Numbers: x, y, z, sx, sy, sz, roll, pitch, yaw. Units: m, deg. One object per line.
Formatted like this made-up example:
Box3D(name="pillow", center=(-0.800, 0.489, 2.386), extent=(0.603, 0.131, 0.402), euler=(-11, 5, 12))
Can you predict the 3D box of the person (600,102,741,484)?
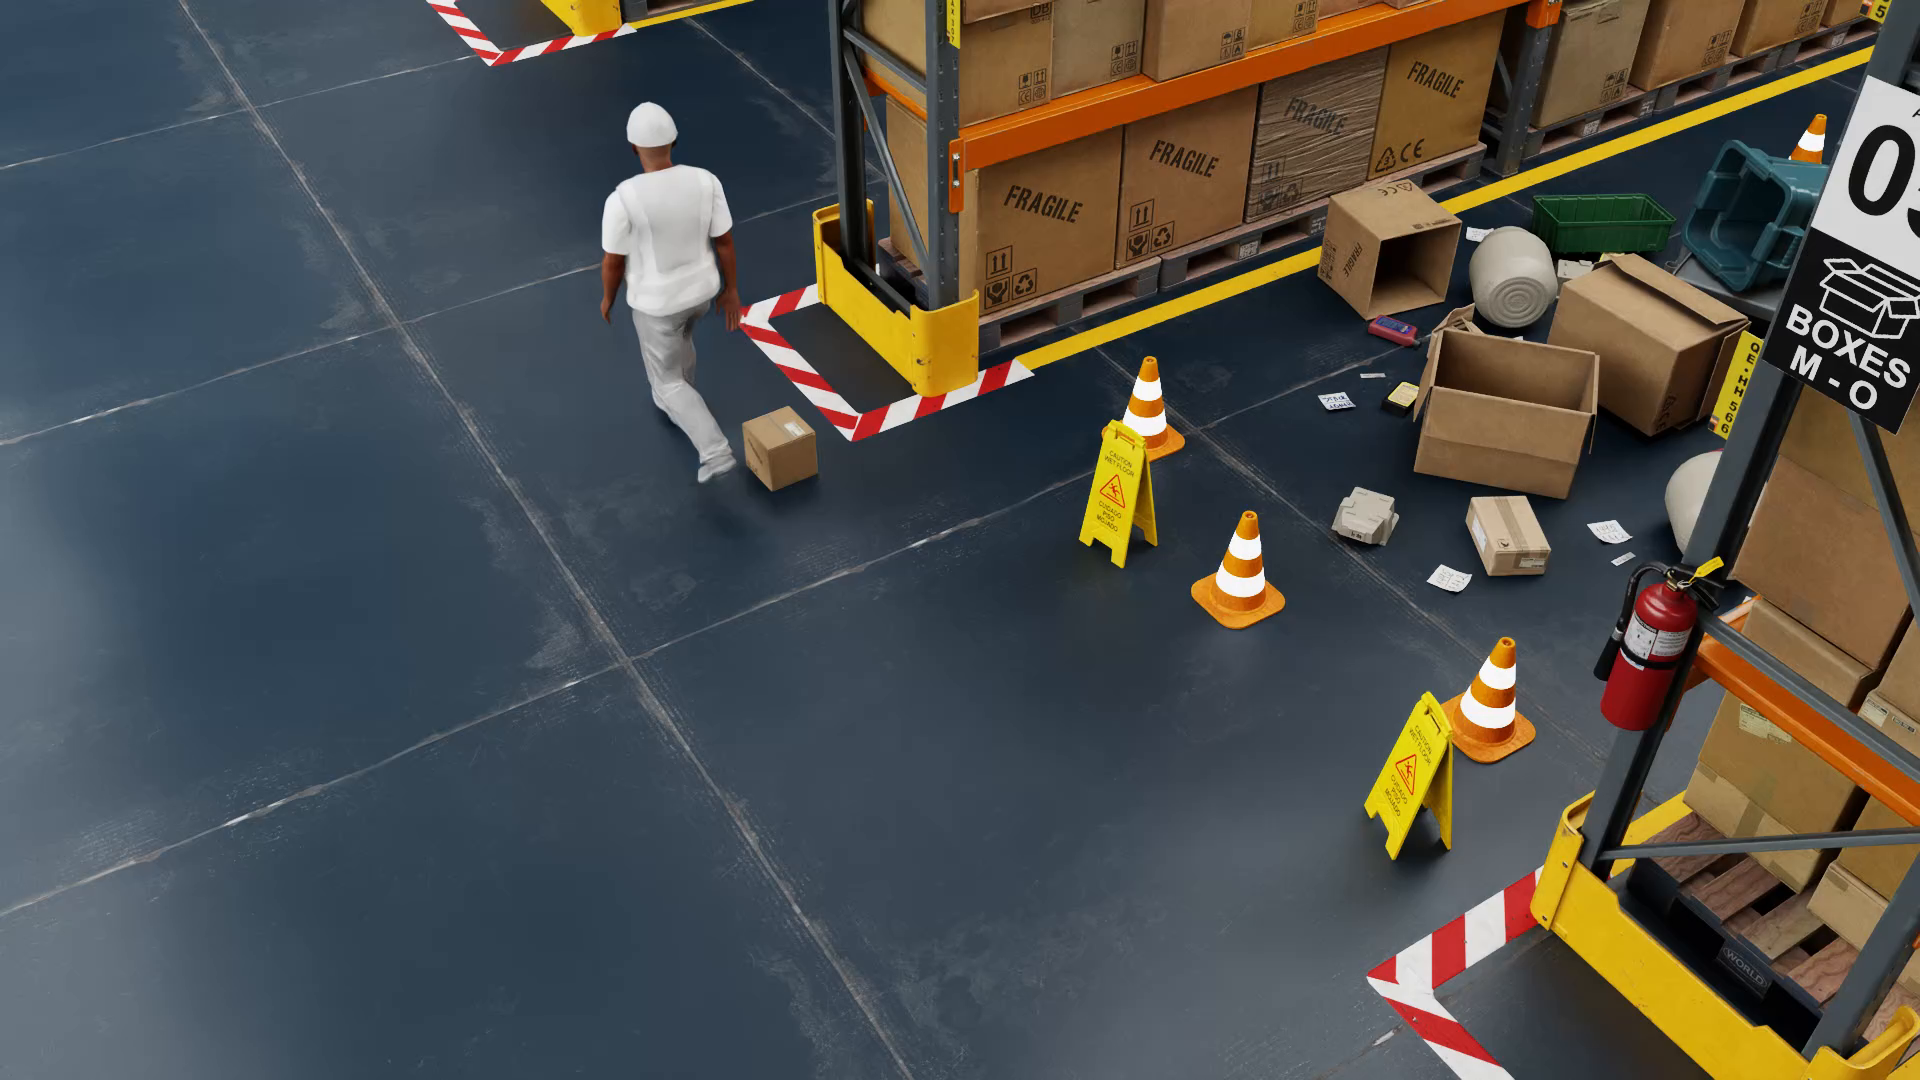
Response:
Box3D(name="person", center=(-1.263, -1.093, 7.411), extent=(0.575, 1.726, 0.995), euler=(-28, 48, -28))
